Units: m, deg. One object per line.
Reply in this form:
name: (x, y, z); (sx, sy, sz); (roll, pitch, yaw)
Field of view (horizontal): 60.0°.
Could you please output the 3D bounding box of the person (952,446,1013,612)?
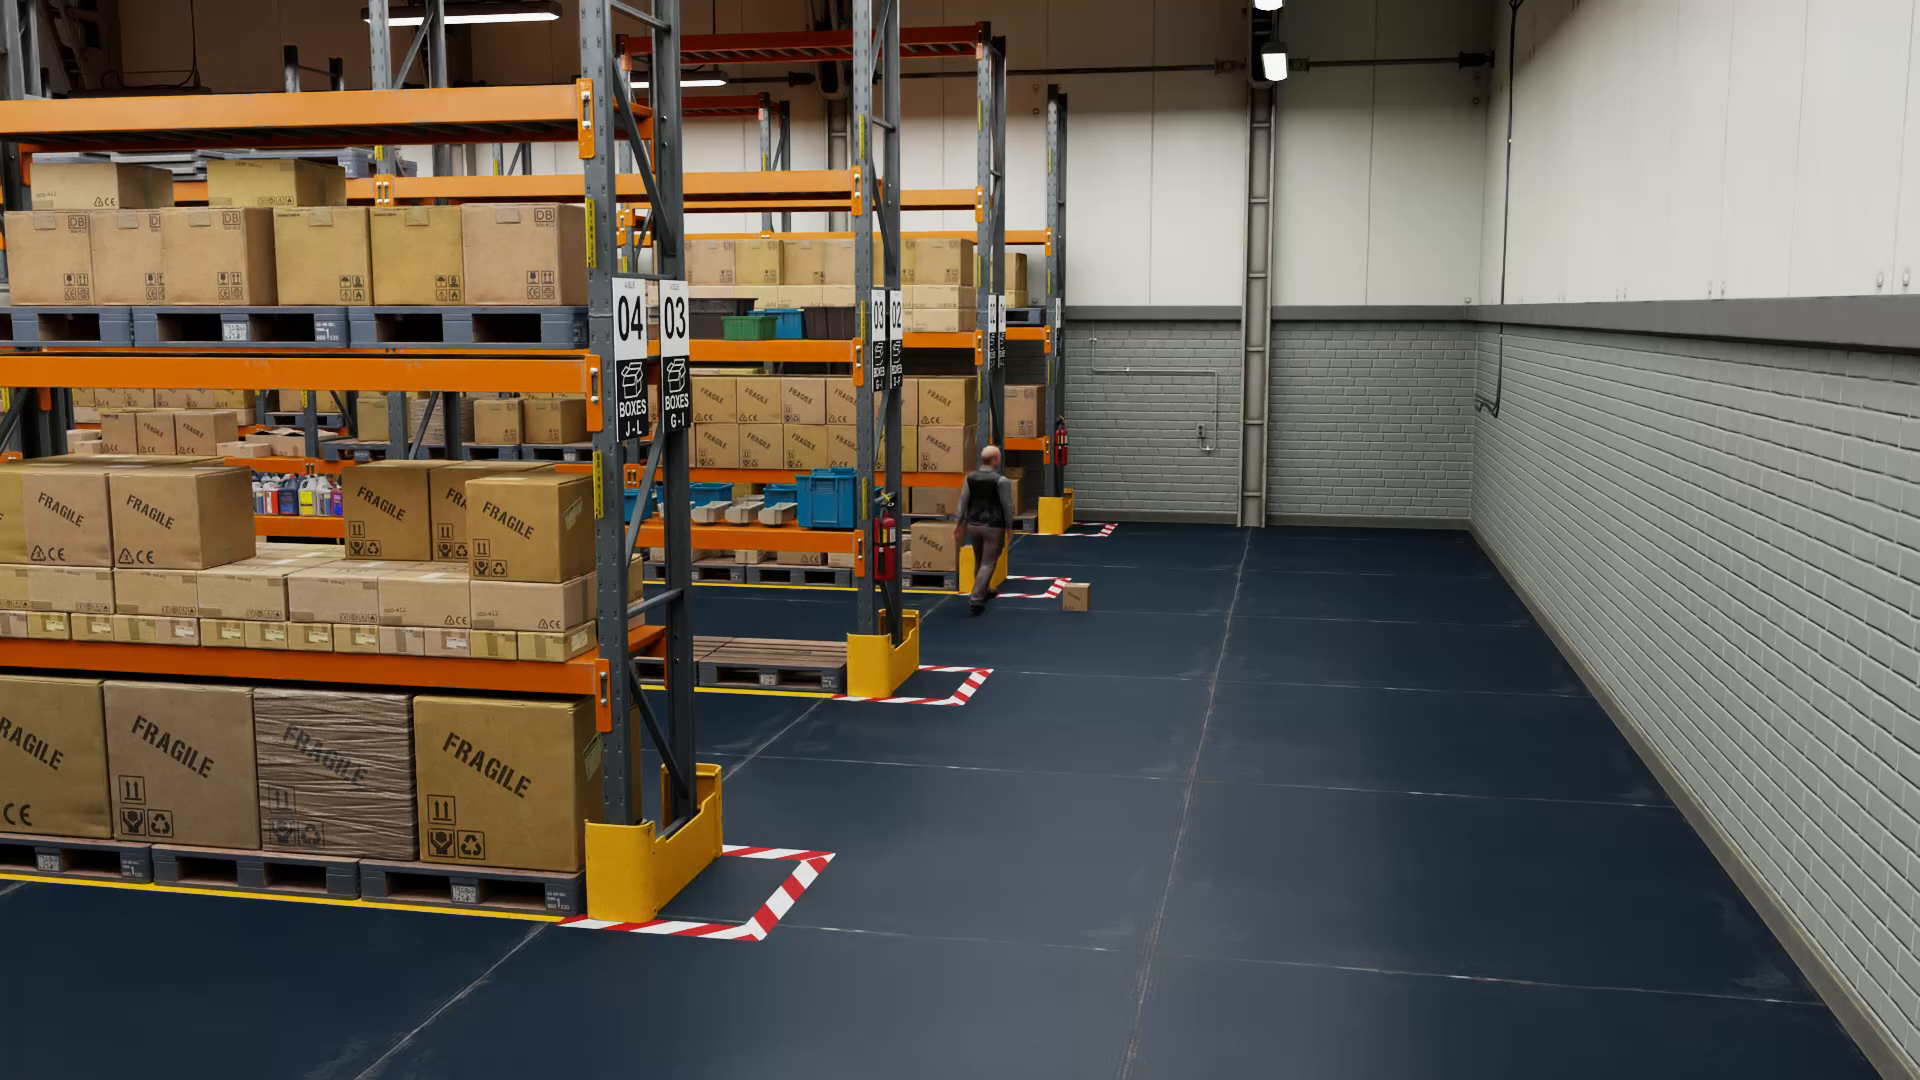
person: (0.290, -0.133, 16.922); (0.619, 1.670, 0.949); (5, 9, 31)
